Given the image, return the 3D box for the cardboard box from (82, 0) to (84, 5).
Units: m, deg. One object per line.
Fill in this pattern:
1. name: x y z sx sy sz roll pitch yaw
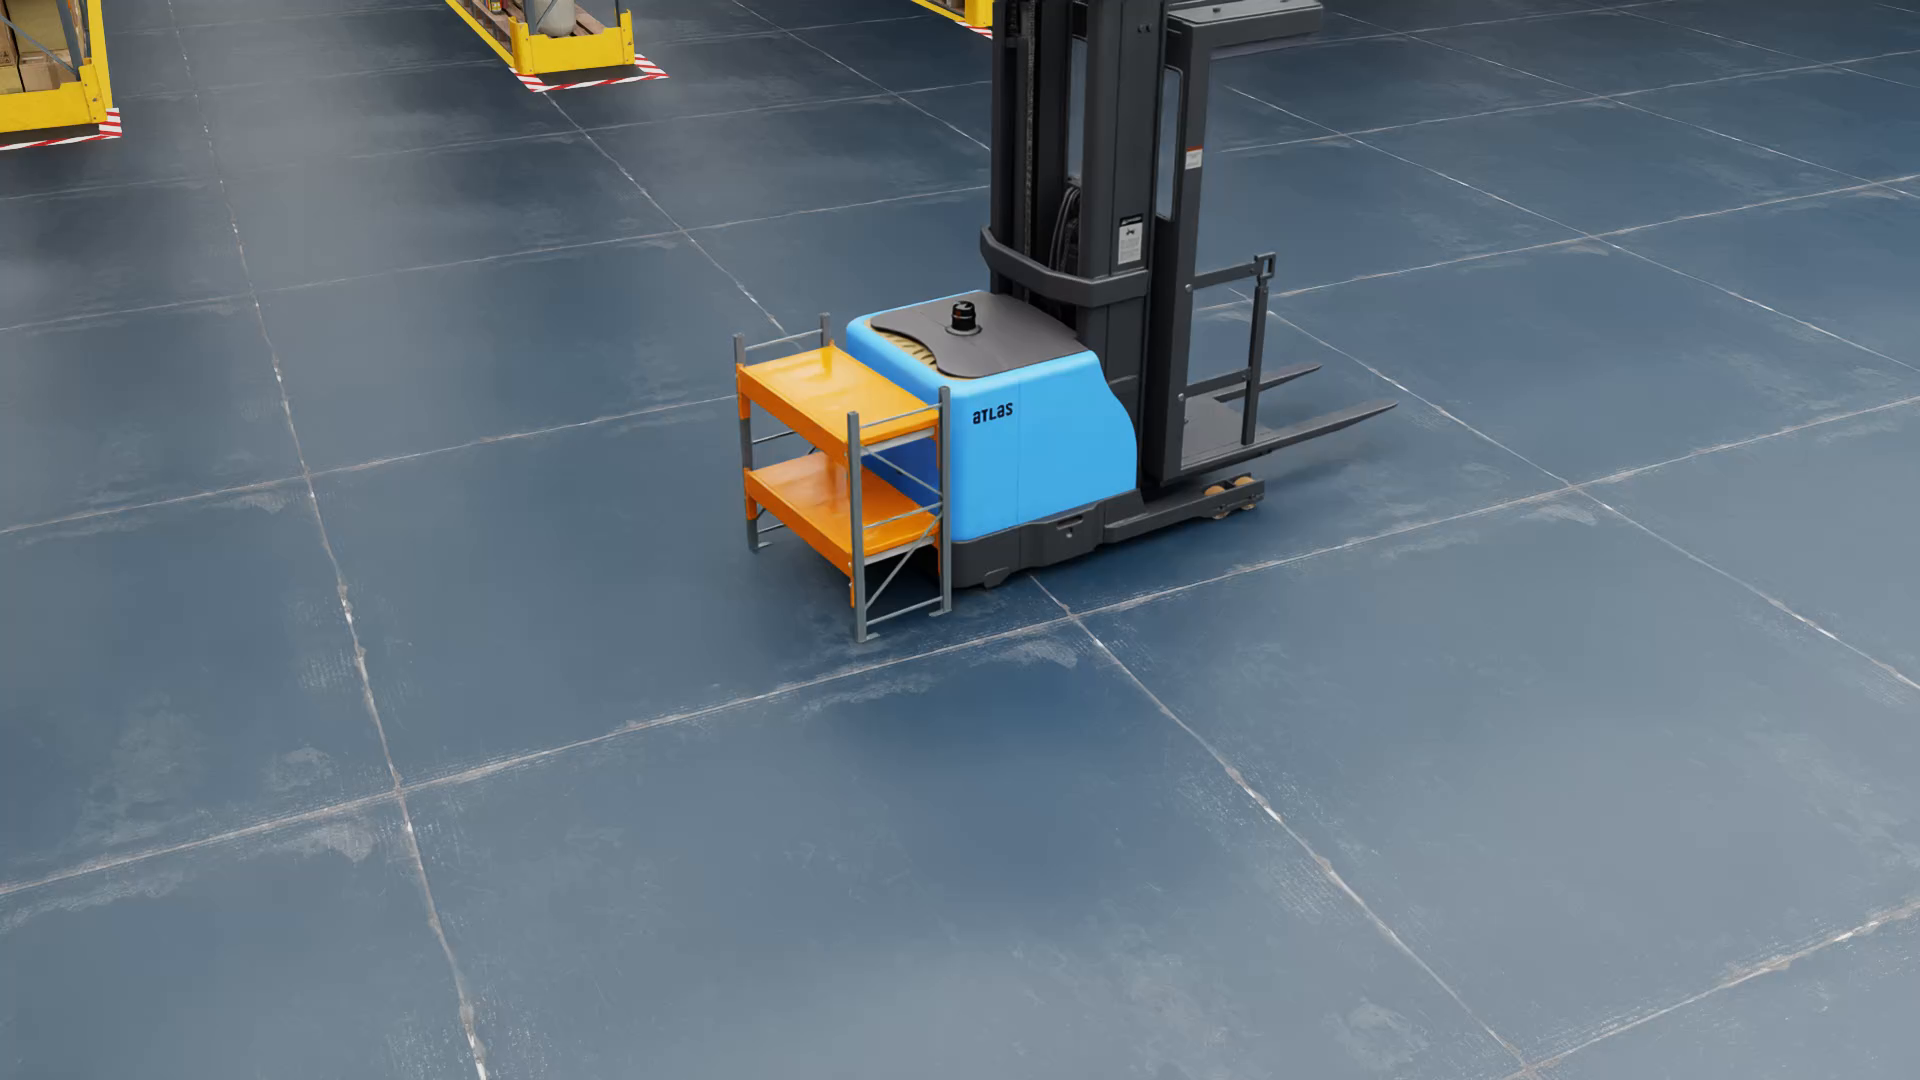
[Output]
1. cardboard box: -9.948 -6.016 18.294 0.500 0.250 0.500 -14 32 -23

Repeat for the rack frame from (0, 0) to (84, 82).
1. rack frame: -8.282 -5.035 14.163 1.000 3.000 0.127 -13 32 -22

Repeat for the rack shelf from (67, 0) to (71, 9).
1. rack shelf: -9.140 -5.605 15.914 1.077 0.370 4.000 -13 32 -22

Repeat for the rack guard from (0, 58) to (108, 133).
1. rack guard: -8.271 -3.934 14.755 1.175 0.500 0.348 -13 32 -22

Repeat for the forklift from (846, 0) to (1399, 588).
1. forklift: 0.961 -1.585 8.080 3.031 2.935 1.130 -17 34 -28

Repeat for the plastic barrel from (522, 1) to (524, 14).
1. plastic barrel: -4.373 -5.668 17.405 0.421 0.512 0.421 0 29 0

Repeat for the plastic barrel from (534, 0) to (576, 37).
1. plastic barrel: -4.158 -5.446 17.010 0.421 0.512 0.421 0 29 0

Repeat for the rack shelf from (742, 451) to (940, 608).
1. rack shelf: -0.541 -0.093 7.766 0.538 0.278 1.000 -18 34 -29

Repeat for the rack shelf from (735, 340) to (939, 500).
1. rack shelf: -0.541 -0.562 7.503 0.538 0.278 1.000 -18 34 -29

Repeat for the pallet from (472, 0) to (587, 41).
1. pallet: -4.745 -5.779 18.341 1.003 0.211 1.213 -13 32 -22

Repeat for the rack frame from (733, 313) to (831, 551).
1. rack frame: -0.827 -0.512 8.013 0.500 1.125 0.032 -18 34 -29

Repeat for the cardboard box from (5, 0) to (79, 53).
1. cardboard box: -8.527 -4.850 15.448 0.500 0.500 0.500 -13 32 -22

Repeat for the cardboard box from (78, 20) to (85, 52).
1. cardboard box: -8.953 -4.966 16.421 0.500 0.250 0.500 -13 32 -22

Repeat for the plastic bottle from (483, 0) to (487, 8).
1. plastic bottle: -5.134 -5.975 18.174 0.152 0.276 0.135 -14 32 -23

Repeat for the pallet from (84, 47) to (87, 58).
1. pallet: -9.168 -4.686 16.391 1.003 0.211 1.213 -13 32 -22

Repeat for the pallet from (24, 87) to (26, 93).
1. pallet: -8.648 -4.148 15.432 1.003 0.211 1.213 -13 32 -22

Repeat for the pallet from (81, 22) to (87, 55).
1. pallet: -9.695 -5.226 17.354 1.003 0.211 1.213 -13 32 -22

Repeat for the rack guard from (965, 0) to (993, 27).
1. rack guard: 0.634 -6.057 18.540 1.175 0.500 0.348 -13 32 -22

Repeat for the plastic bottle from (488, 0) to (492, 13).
1. plastic bottle: -5.057 -5.848 17.939 0.061 0.283 0.133 -12 32 -21

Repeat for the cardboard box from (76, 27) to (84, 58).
1. cardboard box: -8.743 -4.744 16.025 0.500 0.250 0.500 -13 32 -22

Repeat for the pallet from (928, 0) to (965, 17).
1. pallet: 0.318 -6.297 19.264 1.003 0.211 1.213 -13 32 -22

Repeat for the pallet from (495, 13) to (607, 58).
1. pallet: -4.225 -5.241 17.381 1.003 0.211 1.213 -13 32 -22

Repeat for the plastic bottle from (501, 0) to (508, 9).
1. plastic bottle: -4.978 -5.940 18.103 0.061 0.283 0.133 -13 32 -22

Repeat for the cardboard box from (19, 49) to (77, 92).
1. cardboard box: -8.311 -4.303 15.238 0.500 0.250 0.500 -13 32 -22

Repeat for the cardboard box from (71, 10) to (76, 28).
1. cardboard box: -8.754 -5.068 15.837 0.500 0.500 0.500 -13 32 -22

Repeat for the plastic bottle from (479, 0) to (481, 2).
1. plastic bottle: -5.288 -6.162 18.431 0.144 0.351 0.185 -13 32 -22

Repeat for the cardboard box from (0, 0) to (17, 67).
1. cardboard box: -8.781 -4.521 14.860 0.500 0.500 0.500 -13 32 -22

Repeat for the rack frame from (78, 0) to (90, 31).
1. rack frame: -9.999 -6.802 17.314 1.000 3.000 0.127 -13 32 -22

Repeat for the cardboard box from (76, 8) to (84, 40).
1. cardboard box: -9.169 -5.186 16.814 0.500 0.250 0.500 -13 32 -22

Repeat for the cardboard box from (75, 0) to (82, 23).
1. cardboard box: -9.602 -5.627 17.600 0.500 0.250 0.500 -13 32 -22

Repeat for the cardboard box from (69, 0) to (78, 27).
1. cardboard box: -8.952 -5.293 16.238 0.500 0.500 0.500 -13 32 -22

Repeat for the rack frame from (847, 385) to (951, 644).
1. rack frame: -0.255 -0.101 7.280 0.500 1.125 0.032 -18 34 -29

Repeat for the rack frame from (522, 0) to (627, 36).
1. rack frame: -3.806 -6.074 16.015 1.000 3.000 0.127 -13 32 -22

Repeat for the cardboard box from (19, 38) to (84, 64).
1. cardboard box: -8.529 -4.523 15.631 0.500 0.250 0.500 -13 32 -22

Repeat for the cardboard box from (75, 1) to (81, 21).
1. cardboard box: -9.397 -5.404 17.203 0.500 0.250 0.500 -13 32 -22

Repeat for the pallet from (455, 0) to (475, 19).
1. pallet: -5.273 -6.319 19.303 1.003 0.211 1.213 -13 32 -22

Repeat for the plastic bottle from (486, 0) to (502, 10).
1. plastic bottle: -5.074 -5.914 18.065 0.152 0.276 0.135 -13 32 -22

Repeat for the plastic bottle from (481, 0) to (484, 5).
1. plastic bottle: -5.208 -6.080 18.285 0.144 0.351 0.185 -12 31 -20

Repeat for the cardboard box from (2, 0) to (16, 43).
1. cardboard box: -9.223 -4.959 15.642 0.500 0.500 0.500 -13 32 -22

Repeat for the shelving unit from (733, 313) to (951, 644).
1. shelving unit: -0.541 -0.306 7.646 0.538 1.125 1.048 -18 34 -29

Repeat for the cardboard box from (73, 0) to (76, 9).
1. cardboard box: -9.180 -5.511 16.626 0.500 0.500 0.500 -13 32 -22

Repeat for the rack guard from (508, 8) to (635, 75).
1. rack guard: -3.881 -5.007 16.668 1.175 0.500 0.348 -13 32 -22

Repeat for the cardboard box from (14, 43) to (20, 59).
1. cardboard box: -9.004 -4.412 15.434 0.500 0.250 0.500 -13 32 -22

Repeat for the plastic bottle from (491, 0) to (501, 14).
1. plastic bottle: -4.991 -5.764 17.874 0.097 0.201 0.097 0 29 0

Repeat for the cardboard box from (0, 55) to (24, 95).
1. cardboard box: -8.779 -4.194 15.044 0.500 0.250 0.500 -13 32 -22
